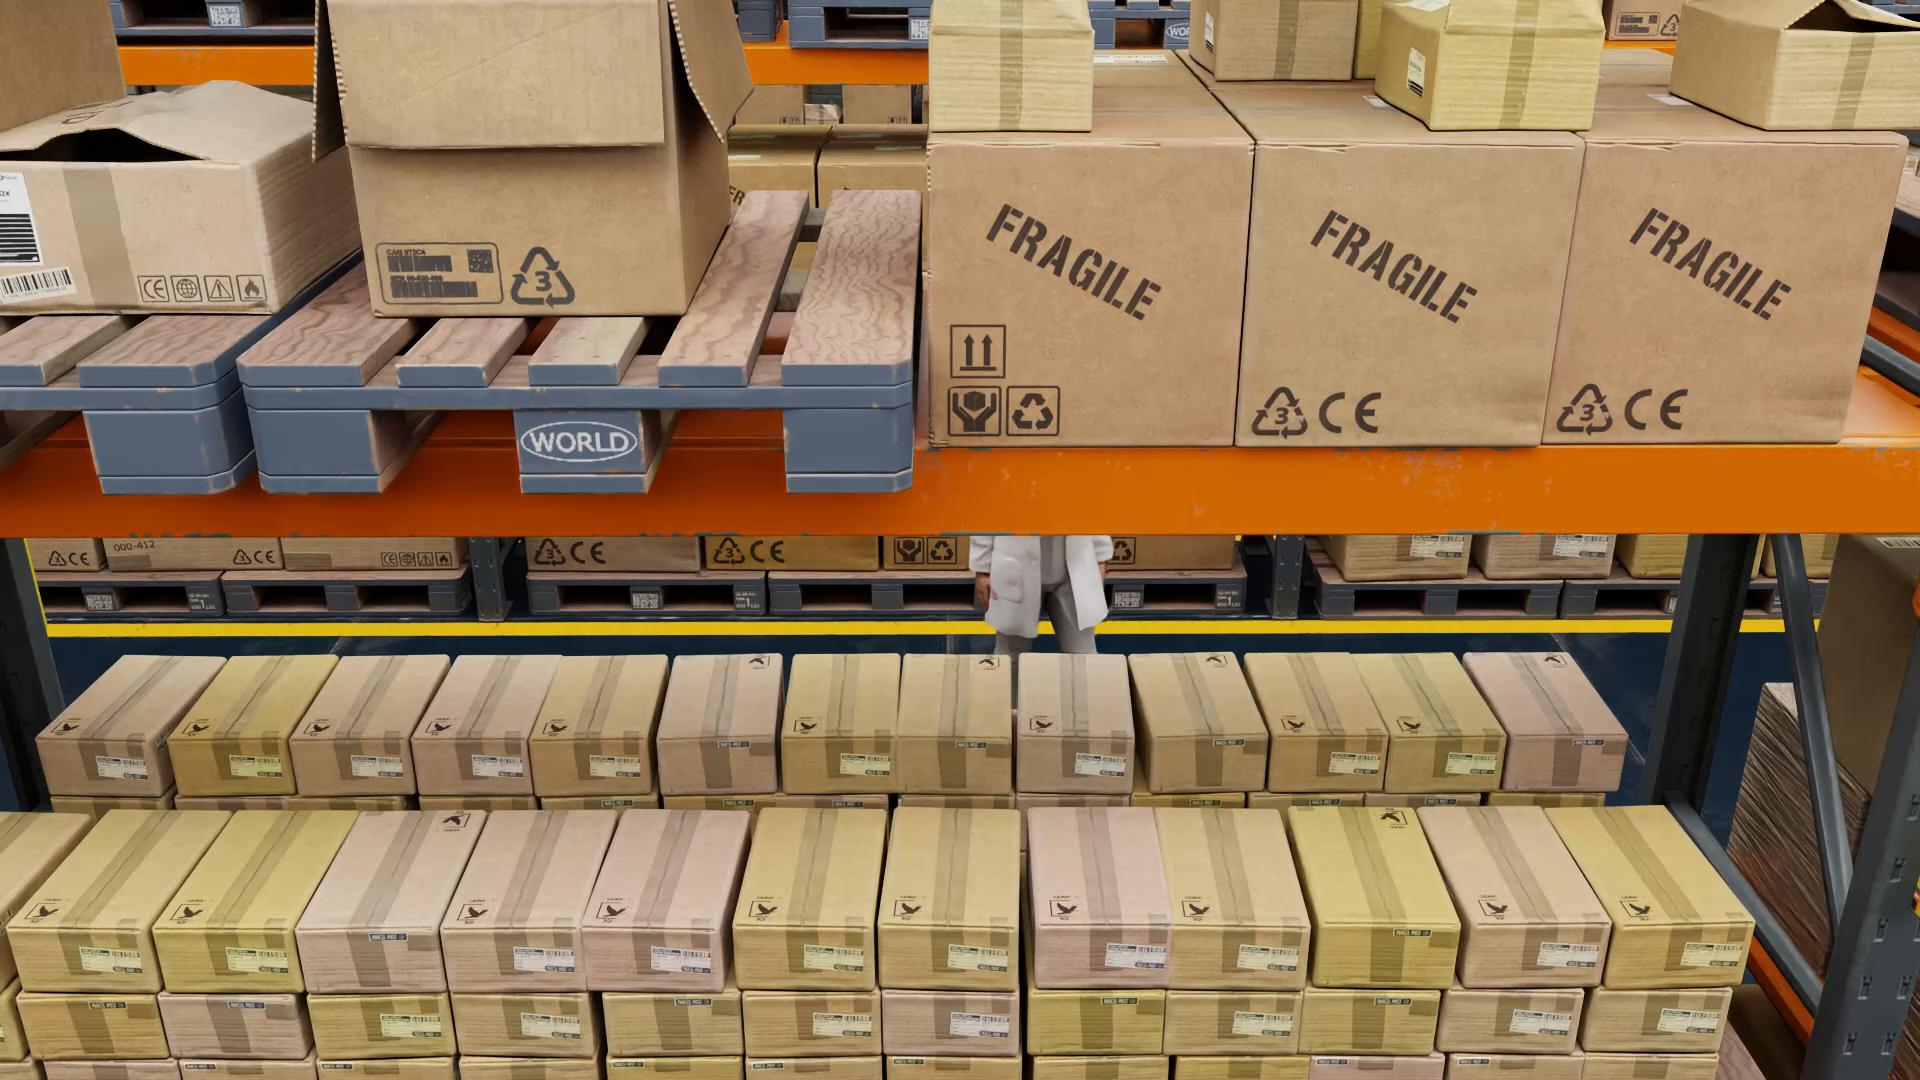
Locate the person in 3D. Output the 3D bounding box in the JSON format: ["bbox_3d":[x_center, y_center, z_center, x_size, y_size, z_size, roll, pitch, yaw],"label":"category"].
[{"bbox_3d":[0.372,0.161,6.738,0.614,1.777,0.674,-5,24,-12],"label":"person"}]
